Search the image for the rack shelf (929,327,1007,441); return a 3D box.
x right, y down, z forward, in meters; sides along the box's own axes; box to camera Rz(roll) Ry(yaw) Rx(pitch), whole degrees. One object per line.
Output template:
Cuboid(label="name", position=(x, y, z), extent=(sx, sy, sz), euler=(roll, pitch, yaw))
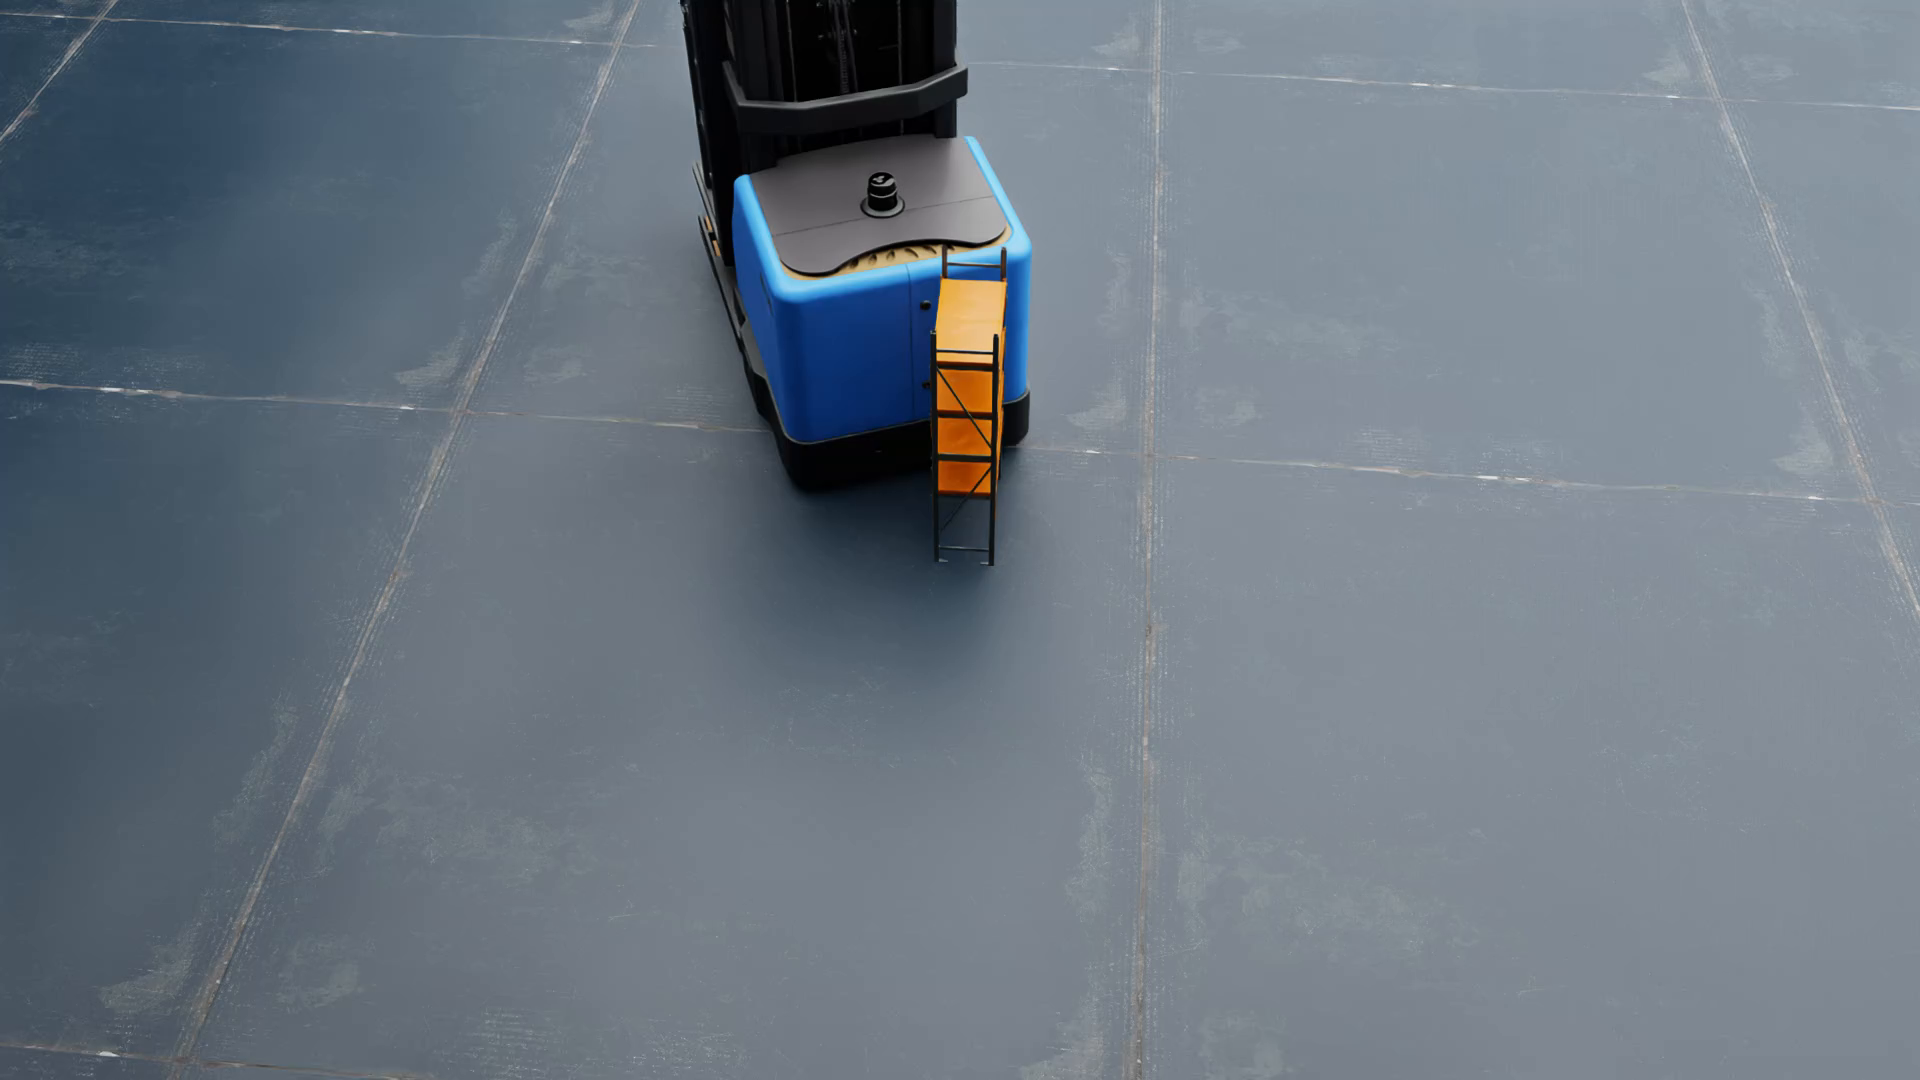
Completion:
Cuboid(label="rack shelf", position=(0.034, -0.598, 6.271), extent=(0.258, 0.148, 0.480), euler=(3, 48, 3))

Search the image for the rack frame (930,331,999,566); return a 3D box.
Cuboid(label="rack frame", position=(0.016, -0.312, 6.223), extent=(0.240, 1.200, 0.015), euler=(3, 48, 3))

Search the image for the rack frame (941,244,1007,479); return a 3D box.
Cuboid(label="rack frame", position=(0.052, -0.672, 6.551), extent=(0.240, 1.200, 0.015), euler=(3, 48, 3))

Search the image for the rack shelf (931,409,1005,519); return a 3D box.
Cuboid(label="rack shelf", position=(0.034, -0.313, 6.583), extent=(0.258, 0.148, 0.480), euler=(3, 48, 3))

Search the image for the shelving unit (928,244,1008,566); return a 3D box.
Cuboid(label="shelving unit", position=(0.034, -0.492, 6.387), extent=(0.258, 1.200, 0.503), euler=(3, 48, 3))

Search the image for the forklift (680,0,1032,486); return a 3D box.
Cuboid(label="forklift", position=(-0.622, -2.325, 6.890), extent=(1.130, 2.935, 3.031), euler=(-13, 49, -11))

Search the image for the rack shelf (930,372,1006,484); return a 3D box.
Cuboid(label="rack shelf", position=(0.034, -0.447, 6.437), extent=(0.258, 0.148, 0.480), euler=(3, 48, 3))

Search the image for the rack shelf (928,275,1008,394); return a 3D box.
Cuboid(label="rack shelf", position=(0.034, -0.757, 6.097), extent=(0.258, 0.148, 0.480), euler=(3, 48, 3))
